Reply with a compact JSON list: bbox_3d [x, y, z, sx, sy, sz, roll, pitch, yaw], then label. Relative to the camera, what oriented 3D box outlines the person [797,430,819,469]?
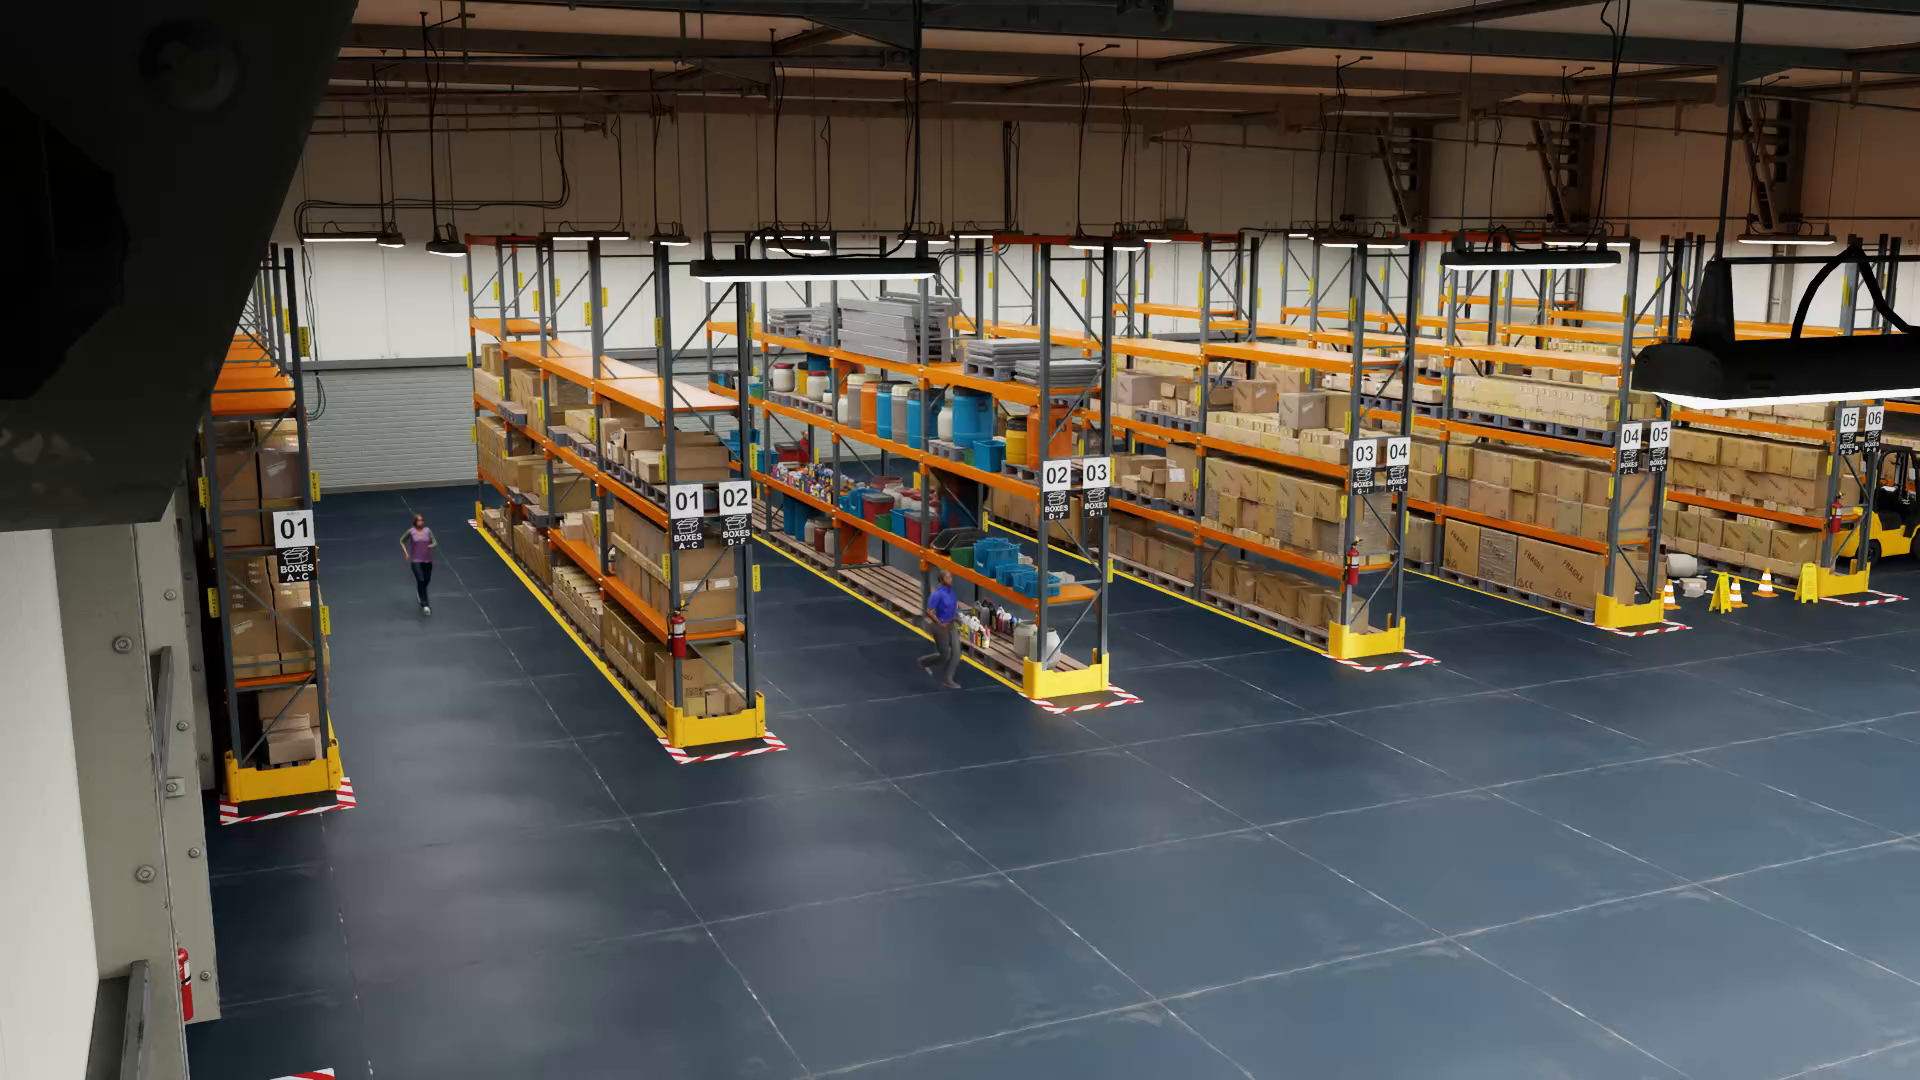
[{"bbox_3d":[-3.505,-1.628,37.196,0.664,1.677,0.676,9,14,38],"label":"person"}]

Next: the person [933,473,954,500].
[{"bbox_3d":[-0.188,-0.350,30.244,0.649,1.766,0.773,-5,12,-24],"label":"person"}]

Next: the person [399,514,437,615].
[{"bbox_3d":[-8.754,0.355,26.981,0.545,1.594,0.887,-8,13,-34],"label":"person"}]

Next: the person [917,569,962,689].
[{"bbox_3d":[-0.269,1.184,22.439,0.681,1.610,0.577,8,14,36],"label":"person"}]
